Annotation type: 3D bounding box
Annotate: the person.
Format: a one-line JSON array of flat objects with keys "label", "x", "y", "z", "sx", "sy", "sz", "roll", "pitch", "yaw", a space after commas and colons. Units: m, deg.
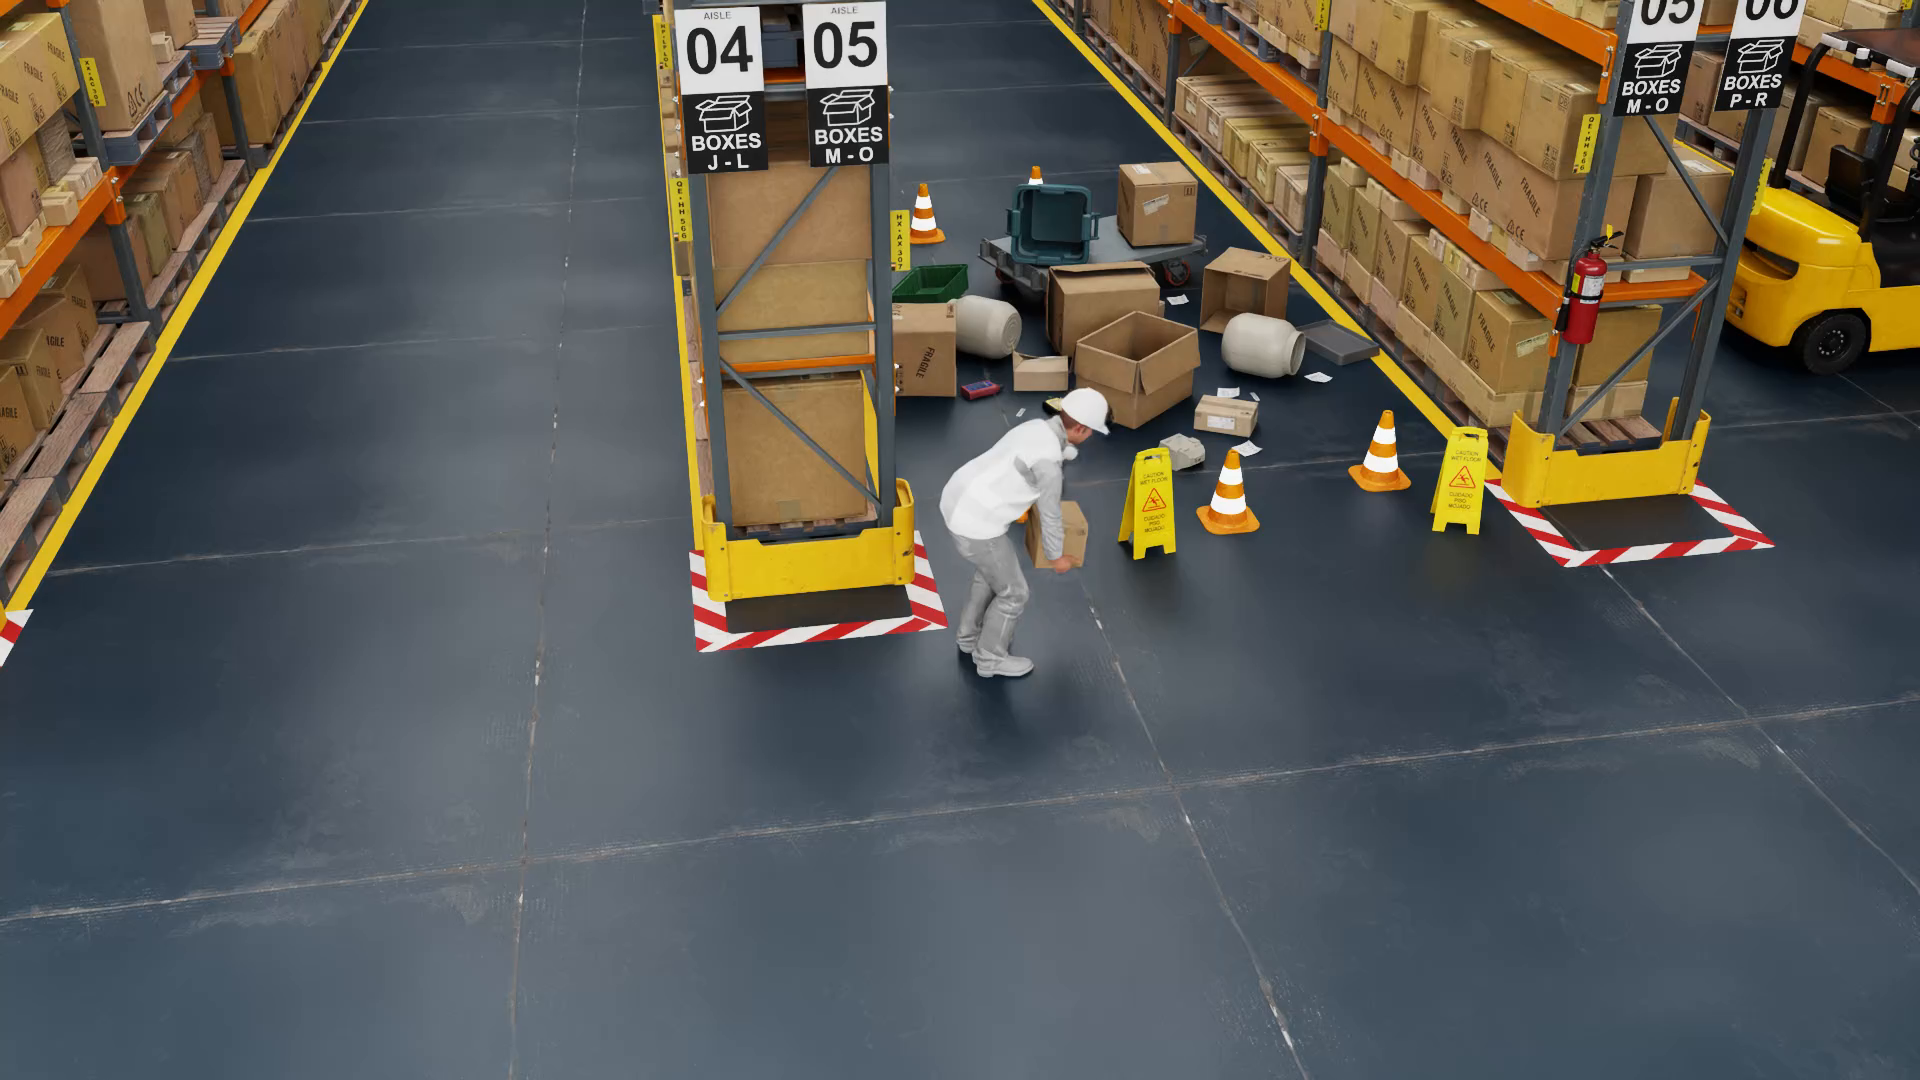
[{"label": "person", "x": 0.325, "y": -0.073, "z": 8.424, "sx": 0.842, "sy": 1.464, "sz": 0.472, "roll": -6, "pitch": 31, "yaw": -10}]
